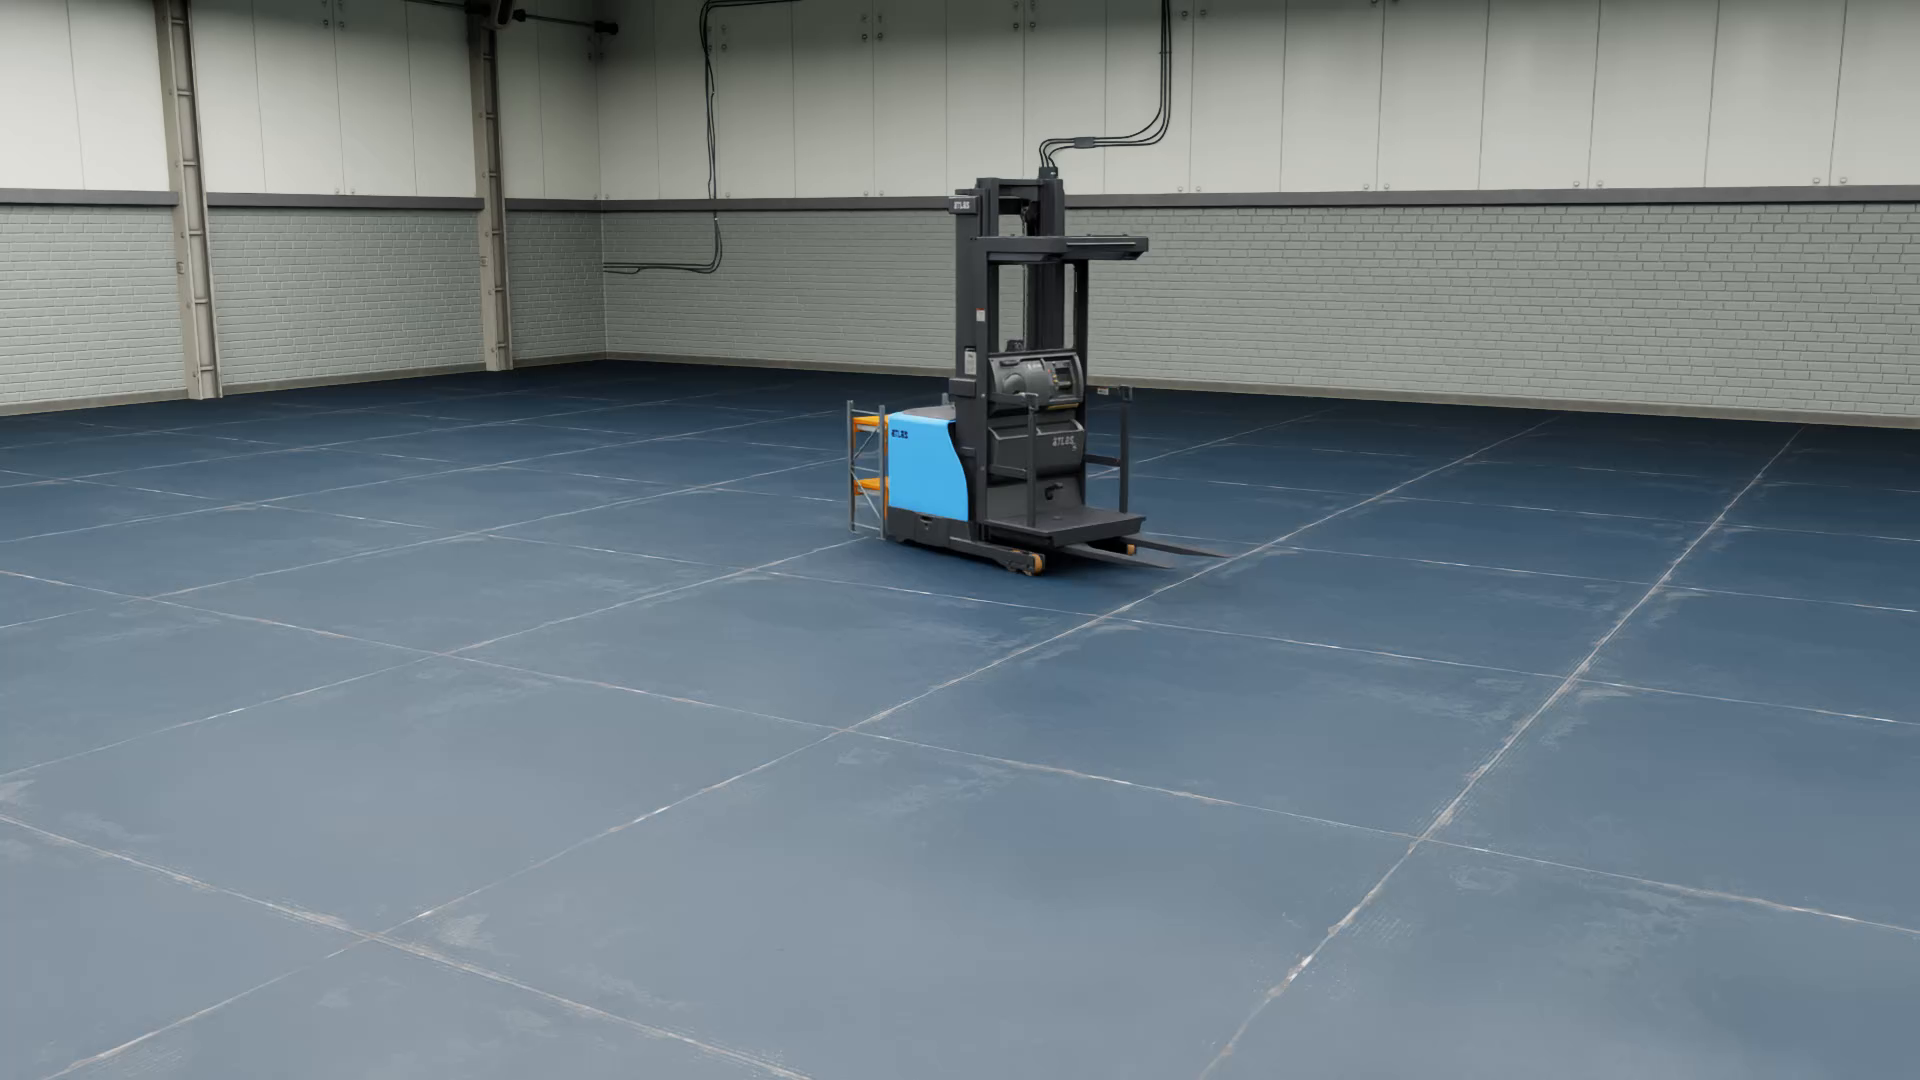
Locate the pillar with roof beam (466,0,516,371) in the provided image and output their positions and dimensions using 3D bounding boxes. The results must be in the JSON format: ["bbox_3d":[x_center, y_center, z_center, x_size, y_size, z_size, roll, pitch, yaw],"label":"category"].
[{"bbox_3d":[-4.787,-7.136,27.533,9.100,9.000,0.548,6,12,31],"label":"pillar with roof beam"}]

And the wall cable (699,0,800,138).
[{"bbox_3d":[-3.494,-8.582,29.970,3.097,2.526,0.112,6,12,31],"label":"wall cable"}]

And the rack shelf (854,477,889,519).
[{"bbox_3d":[-0.388,-0.408,14.319,1.000,0.278,0.538,-8,13,-38],"label":"rack shelf"}]

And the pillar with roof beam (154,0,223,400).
[{"bbox_3d":[-7.902,-6.193,22.492,9.100,9.000,0.400,6,12,31],"label":"pillar with roof beam"}]

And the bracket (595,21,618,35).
[{"bbox_3d":[-6.717,-9.721,31.557,0.235,0.232,0.430,6,12,31],"label":"bracket"}]

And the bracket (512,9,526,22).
[{"bbox_3d":[-7.947,-9.348,29.566,0.235,0.232,0.430,6,12,31],"label":"bracket"}]

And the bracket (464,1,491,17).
[{"bbox_3d":[-8.378,-9.218,28.868,0.235,0.232,0.430,6,12,31],"label":"bracket"}]

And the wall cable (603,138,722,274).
[{"bbox_3d":[-5.807,-6.358,31.815,3.097,2.526,0.112,6,12,31],"label":"wall cable"}]

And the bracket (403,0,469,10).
[{"bbox_3d":[-9.716,-8.812,26.704,0.076,0.066,4.783,6,12,31],"label":"bracket"}]

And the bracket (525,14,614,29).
[{"bbox_3d":[-7.024,-9.628,31.061,0.076,0.066,3.189,6,12,31],"label":"bracket"}]

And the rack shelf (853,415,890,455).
[{"bbox_3d":[-0.388,-0.936,14.220,1.000,0.278,0.538,-8,13,-38],"label":"rack shelf"}]

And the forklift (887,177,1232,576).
[{"bbox_3d":[0.735,-1.279,12.733,1.130,2.935,3.031,-9,14,-40],"label":"forklift"}]

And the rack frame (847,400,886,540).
[{"bbox_3d":[-0.785,-0.590,13.963,0.032,1.125,0.500,-8,13,-38],"label":"rack frame"}]

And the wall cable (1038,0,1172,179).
[{"bbox_3d":[2.299,-8.647,26.359,2.305,6.003,0.169,6,12,31],"label":"wall cable"}]

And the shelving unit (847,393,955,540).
[{"bbox_3d":[-0.388,-0.648,14.274,1.048,1.125,0.538,-8,13,-38],"label":"shelving unit"}]

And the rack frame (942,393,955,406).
[{"bbox_3d":[0.010,-0.707,14.586,0.032,1.125,0.500,-8,13,-38],"label":"rack frame"}]
